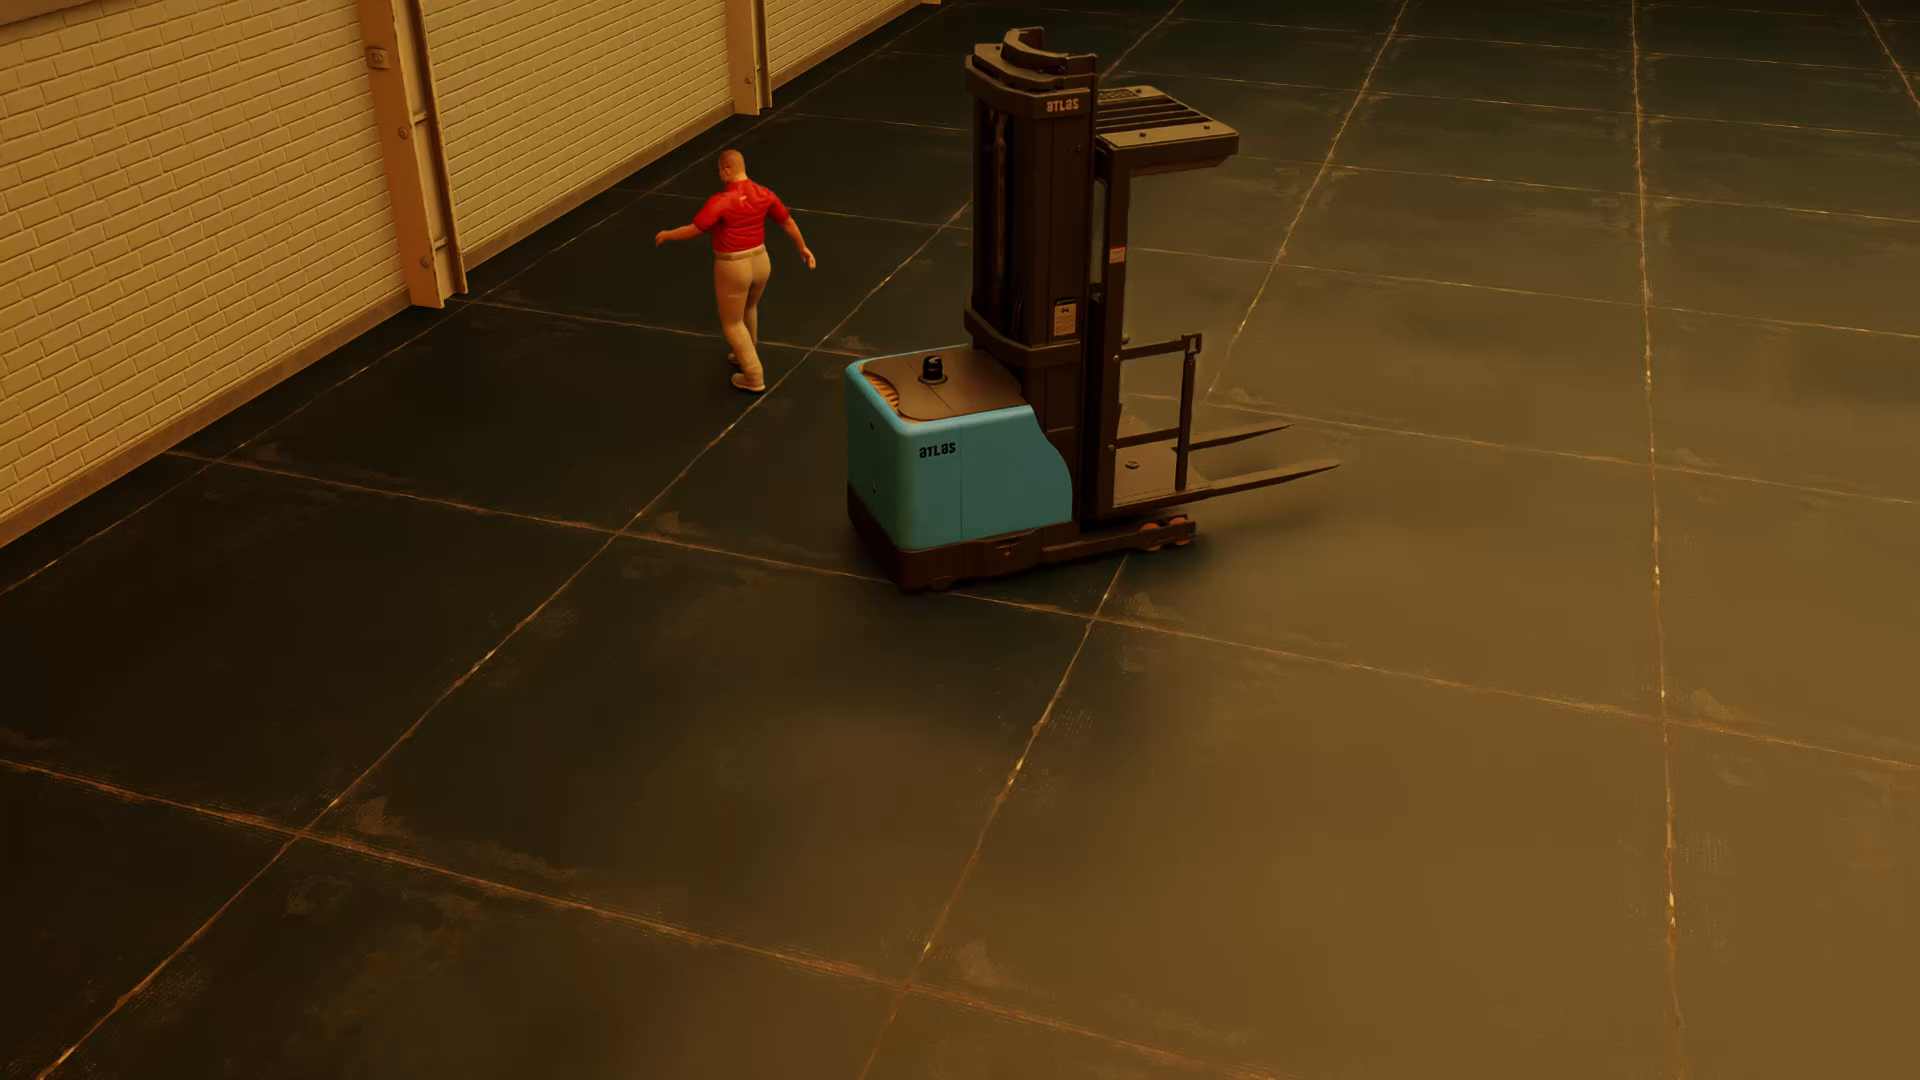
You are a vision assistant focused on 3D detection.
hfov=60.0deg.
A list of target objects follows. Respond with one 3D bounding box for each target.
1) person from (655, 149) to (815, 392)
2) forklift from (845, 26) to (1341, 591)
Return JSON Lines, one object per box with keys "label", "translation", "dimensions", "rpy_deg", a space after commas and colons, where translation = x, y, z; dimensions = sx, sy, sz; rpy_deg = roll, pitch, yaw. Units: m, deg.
{"label": "person", "translation": [-1.566, -1.951, 11.833], "dimensions": [0.989, 1.715, 0.737], "rpy_deg": [-24, 38, -36]}
{"label": "forklift", "translation": [0.881, -1.438, 9.659], "dimensions": [3.031, 2.935, 1.130], "rpy_deg": [-11, 32, -19]}
